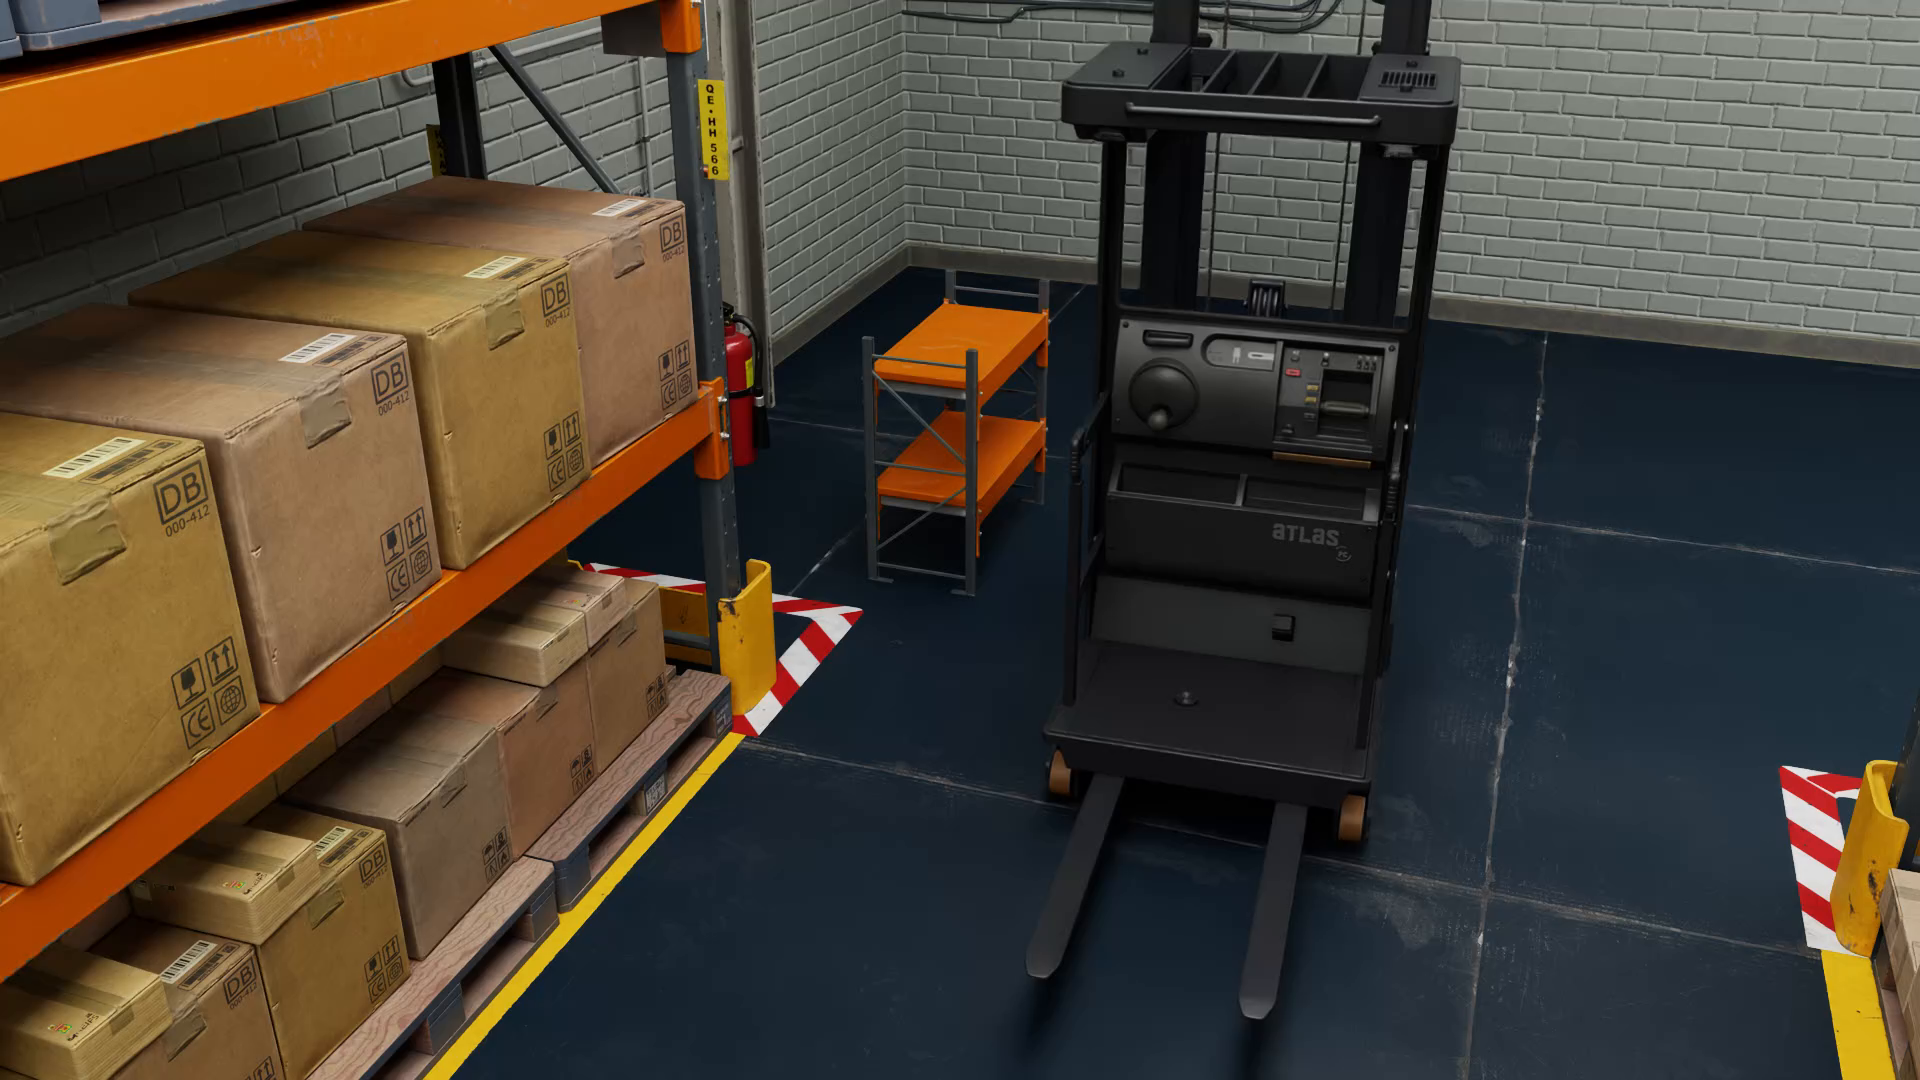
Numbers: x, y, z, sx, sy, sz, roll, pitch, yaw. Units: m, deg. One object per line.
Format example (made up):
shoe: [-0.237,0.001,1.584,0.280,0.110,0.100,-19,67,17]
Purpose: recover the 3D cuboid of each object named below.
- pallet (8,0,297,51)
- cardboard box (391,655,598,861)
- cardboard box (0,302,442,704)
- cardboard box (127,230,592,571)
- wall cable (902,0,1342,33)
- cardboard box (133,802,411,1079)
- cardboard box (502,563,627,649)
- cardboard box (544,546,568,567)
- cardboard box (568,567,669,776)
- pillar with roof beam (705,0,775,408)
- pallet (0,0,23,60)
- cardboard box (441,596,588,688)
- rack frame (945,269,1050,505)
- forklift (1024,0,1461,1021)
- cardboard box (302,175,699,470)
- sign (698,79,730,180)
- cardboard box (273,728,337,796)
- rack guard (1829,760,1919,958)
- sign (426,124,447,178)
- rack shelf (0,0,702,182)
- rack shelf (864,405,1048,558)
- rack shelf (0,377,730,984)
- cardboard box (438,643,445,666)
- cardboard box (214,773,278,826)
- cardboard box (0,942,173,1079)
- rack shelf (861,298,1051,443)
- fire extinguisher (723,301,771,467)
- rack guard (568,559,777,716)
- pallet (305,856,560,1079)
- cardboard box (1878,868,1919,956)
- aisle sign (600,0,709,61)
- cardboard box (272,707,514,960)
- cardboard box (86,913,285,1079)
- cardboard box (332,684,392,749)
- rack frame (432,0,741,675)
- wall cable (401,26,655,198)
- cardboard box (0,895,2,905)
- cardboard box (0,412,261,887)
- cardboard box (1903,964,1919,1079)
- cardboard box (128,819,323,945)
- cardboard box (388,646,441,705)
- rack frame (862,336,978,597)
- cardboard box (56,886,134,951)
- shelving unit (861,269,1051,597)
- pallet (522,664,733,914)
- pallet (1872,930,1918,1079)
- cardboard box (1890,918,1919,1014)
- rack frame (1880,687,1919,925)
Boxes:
pallet: [-1.967,-1.315,3.684,1.003,0.211,1.213,9,27,17]
cardboard box: [-1.631,0.630,5.394,0.700,0.500,0.500,9,27,17]
cardboard box: [-1.980,-0.126,4.223,0.980,0.700,0.700,7,27,15]
cardboard box: [-1.718,-0.438,4.868,0.980,0.700,0.700,9,27,17]
wall cable: [0.893,-4.389,10.053,3.097,2.526,0.112,9,27,17]
cardboard box: [-1.968,1.057,4.512,0.700,0.500,0.500,9,27,19]
cardboard box: [-1.335,0.211,5.514,0.380,0.149,0.250,8,27,17]
cardboard box: [-1.611,0.052,5.844,0.380,0.149,0.250,9,27,18]
cardboard box: [-1.464,0.424,5.819,0.700,0.500,0.500,9,27,17]
pillar with roof beam: [2.817,-4.125,5.944,9.100,9.000,0.400,9,27,17]
pallet: [-2.375,-0.815,2.652,1.003,0.211,1.213,9,27,17]
cardboard box: [-1.420,0.316,5.297,0.380,0.149,0.250,9,27,19]
rack frame: [0.171,-0.718,7.942,0.500,1.125,0.032,9,27,17]
forklift: [0.925,-0.484,5.386,1.130,2.935,3.031,7,27,14]
cardboard box: [-1.486,-0.738,5.489,0.980,0.700,0.700,10,28,20]
sign: [-0.819,-1.358,5.512,0.100,0.325,0.005,9,27,17]
cardboard box: [-2.032,0.573,4.767,0.380,0.149,0.250,9,27,18]
rack guard: [3.322,1.059,4.989,1.175,0.500,0.348,9,27,17]
sign: [-1.847,-1.323,5.955,0.100,0.325,0.005,9,27,17]
rack shelf: [-1.991,-1.019,3.795,1.077,0.370,4.000,9,27,17]
rack shelf: [0.002,-0.289,7.617,0.538,0.278,1.000,9,27,17]
rack shelf: [-1.991,0.331,4.449,1.077,0.370,4.000,9,27,17]
cardboard box: [-1.779,0.260,5.413,0.380,0.149,0.250,9,27,18]
cardboard box: [-2.116,0.677,4.552,0.380,0.149,0.250,8,27,17]
cardboard box: [-2.025,1.067,3.747,0.380,0.149,0.250,10,27,19]
rack shelf: [0.002,-0.772,7.383,0.538,0.278,1.000,9,27,17]
fire extinguisher: [-0.840,-0.607,6.078,0.296,0.674,0.183,9,27,17]
rack guard: [-1.318,0.301,6.555,1.175,0.500,0.348,9,27,17]
pallet: [-1.926,1.280,4.863,1.003,0.211,1.213,9,27,17]
cardboard box: [2.883,1.110,4.782,0.380,0.149,0.250,9,27,17]
aisle sign: [-1.019,-1.970,5.394,0.394,0.787,0.004,9,27,17]
cardboard box: [-1.798,0.836,4.967,0.700,0.500,0.500,8,27,16]
cardboard box: [-2.141,1.267,4.077,0.700,0.500,0.500,8,27,17]
cardboard box: [-1.947,0.467,4.985,0.380,0.149,0.250,9,27,18]
rack frame: [-1.326,-0.814,5.990,1.000,3.000,0.127,9,27,17]
wall cable: [-1.792,-1.935,7.138,0.084,1.984,1.851,9,27,17]
cardboard box: [-2.461,0.474,2.985,0.980,0.700,0.700,9,27,18]
cardboard box: [-2.213,0.175,3.603,0.980,0.700,0.700,8,27,16]
cardboard box: [2.732,1.330,4.212,0.500,0.250,0.500,9,27,17]
cardboard box: [-1.852,0.852,4.190,0.380,0.149,0.250,8,27,16]
cardboard box: [-1.863,0.363,5.201,0.380,0.149,0.250,9,27,18]
rack frame: [-0.167,-0.300,7.079,0.500,1.125,0.032,9,27,17]
cardboard box: [-2.286,0.887,4.119,0.380,0.149,0.250,8,27,16]
shelving unit: [0.002,-0.509,7.511,0.538,1.125,1.048,9,27,17]
pallet: [-1.518,0.781,5.895,1.003,0.211,1.213,9,27,17]
pallet: [3.057,1.517,4.376,1.003,0.211,1.213,9,27,17]
cardboard box: [2.800,1.205,4.566,0.380,0.166,0.250,9,27,17]
rack frame: [3.347,-0.097,4.509,1.000,3.000,0.127,9,27,17]
